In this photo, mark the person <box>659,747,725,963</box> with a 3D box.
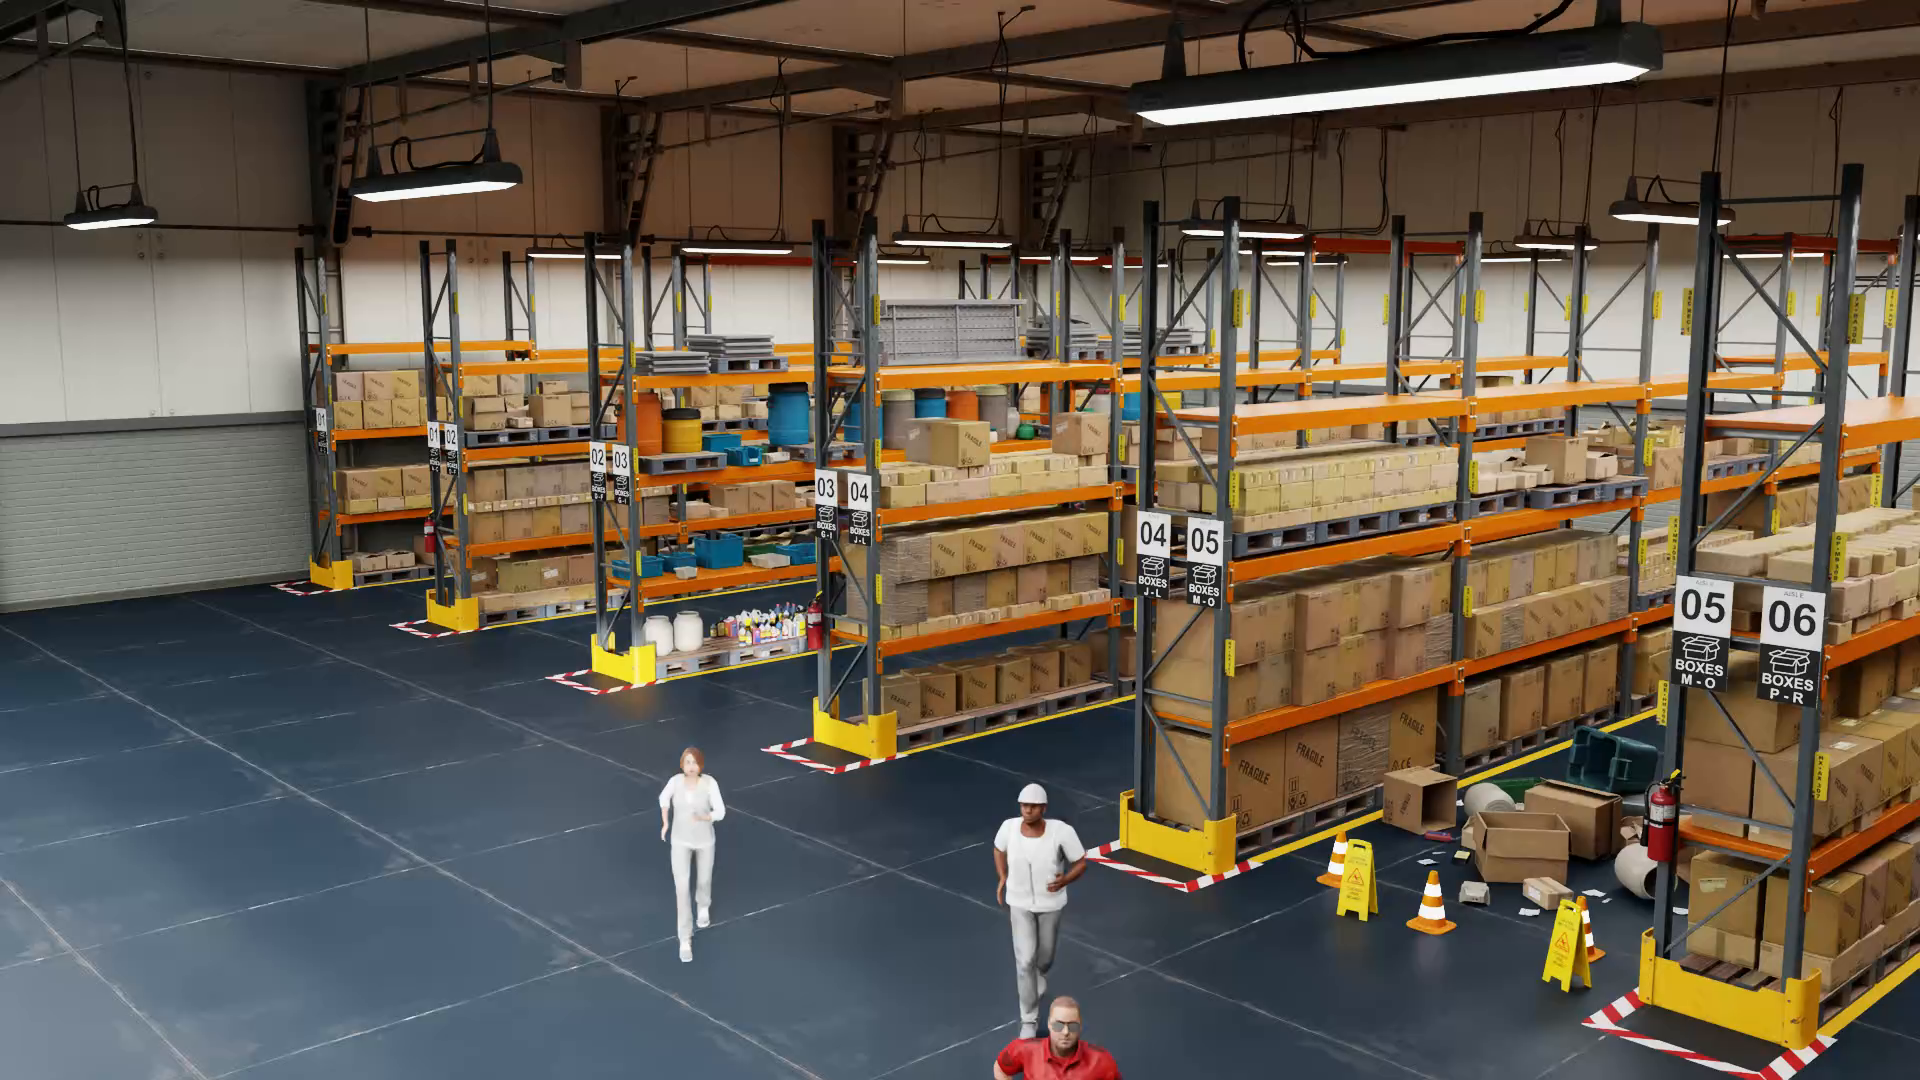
[{"bbox_3d":[-2.127,2.435,13.242,0.520,1.618,0.809,-1,8,-8],"label":"person"}]

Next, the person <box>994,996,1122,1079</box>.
[{"bbox_3d":[0.505,3.123,8.287,0.648,1.793,0.851,0,8,-3],"label":"person"}]

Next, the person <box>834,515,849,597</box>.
[{"bbox_3d":[-1.958,0.133,26.923,0.580,1.621,0.639,8,12,43],"label":"person"}]

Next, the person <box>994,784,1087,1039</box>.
[{"bbox_3d":[0.557,2.583,11.789,0.685,1.775,0.905,1,8,8],"label":"person"}]
